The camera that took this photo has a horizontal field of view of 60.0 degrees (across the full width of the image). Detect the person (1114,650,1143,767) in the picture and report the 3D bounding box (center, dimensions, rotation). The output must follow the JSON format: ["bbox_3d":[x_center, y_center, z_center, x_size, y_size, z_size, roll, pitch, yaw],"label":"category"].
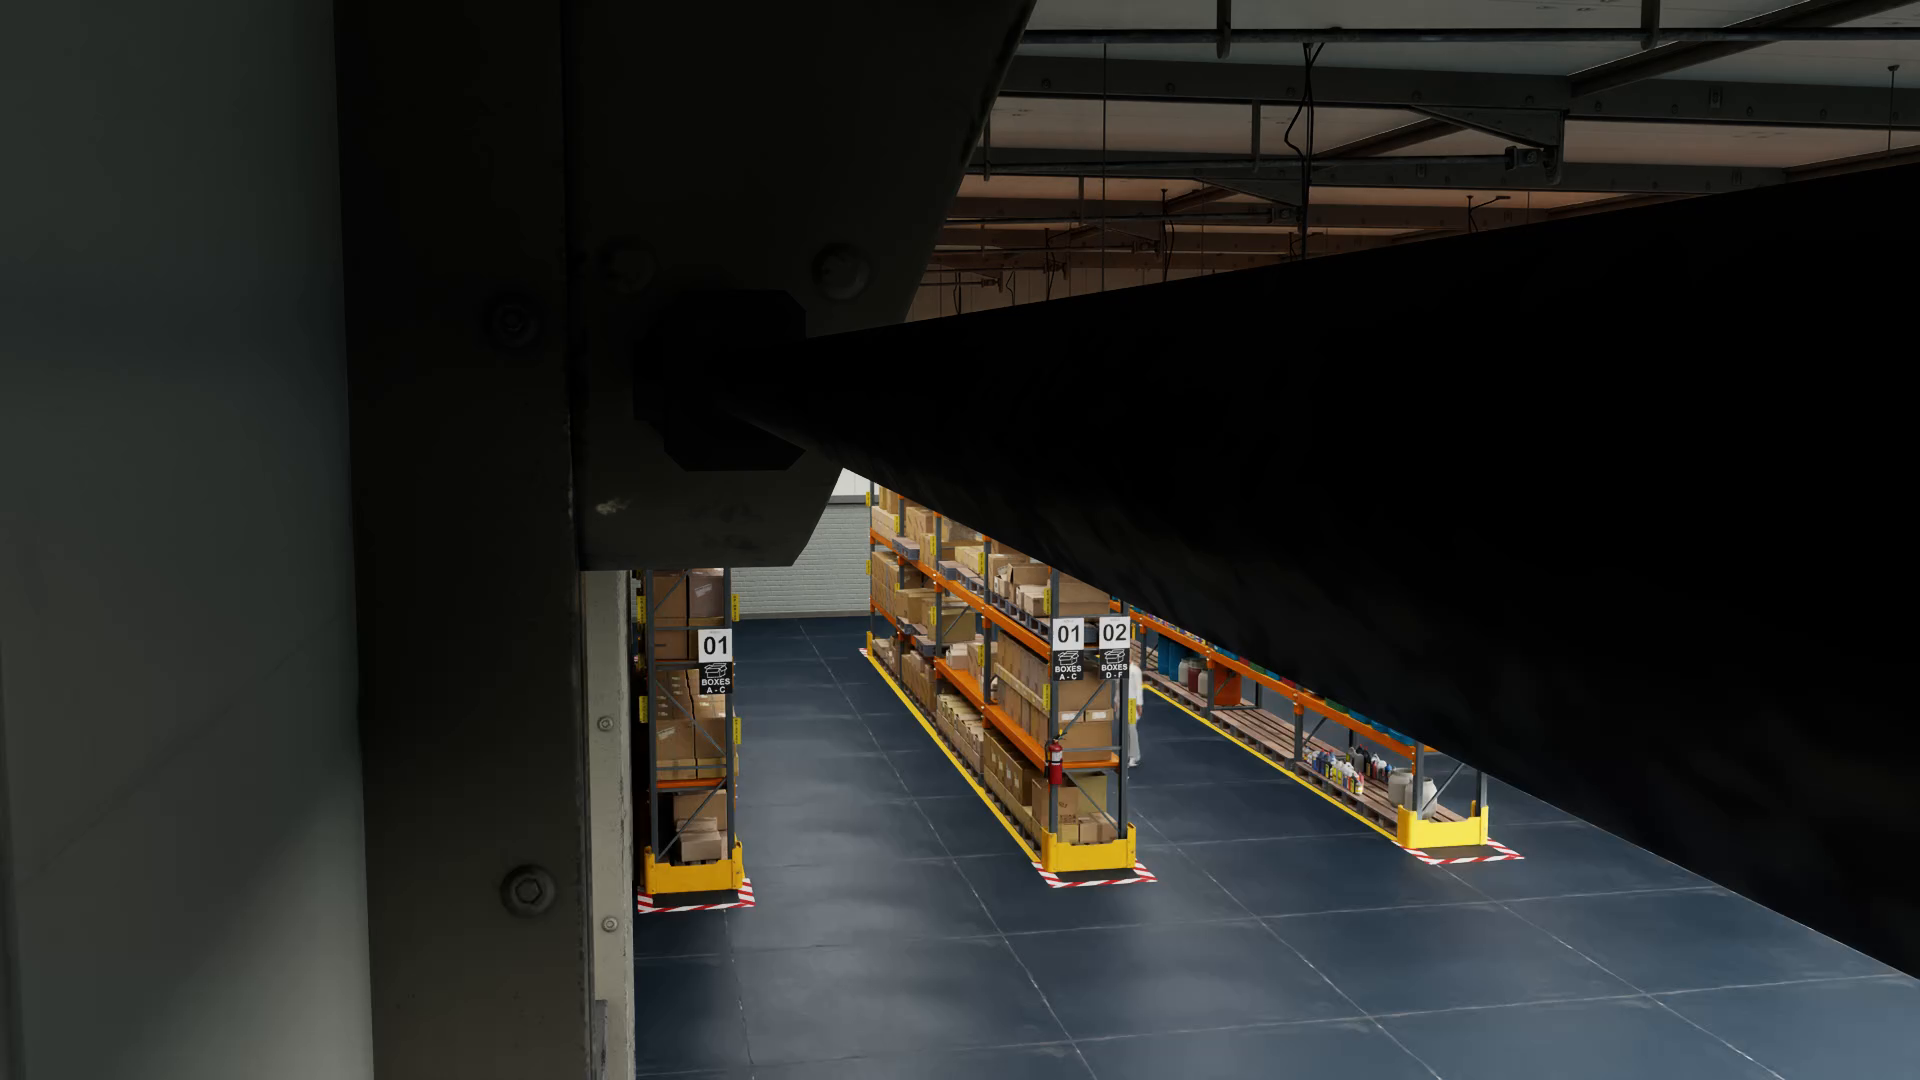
[{"bbox_3d":[2.677,2.676,26.651,0.394,1.824,0.672,-3,7,-25],"label":"person"}]
